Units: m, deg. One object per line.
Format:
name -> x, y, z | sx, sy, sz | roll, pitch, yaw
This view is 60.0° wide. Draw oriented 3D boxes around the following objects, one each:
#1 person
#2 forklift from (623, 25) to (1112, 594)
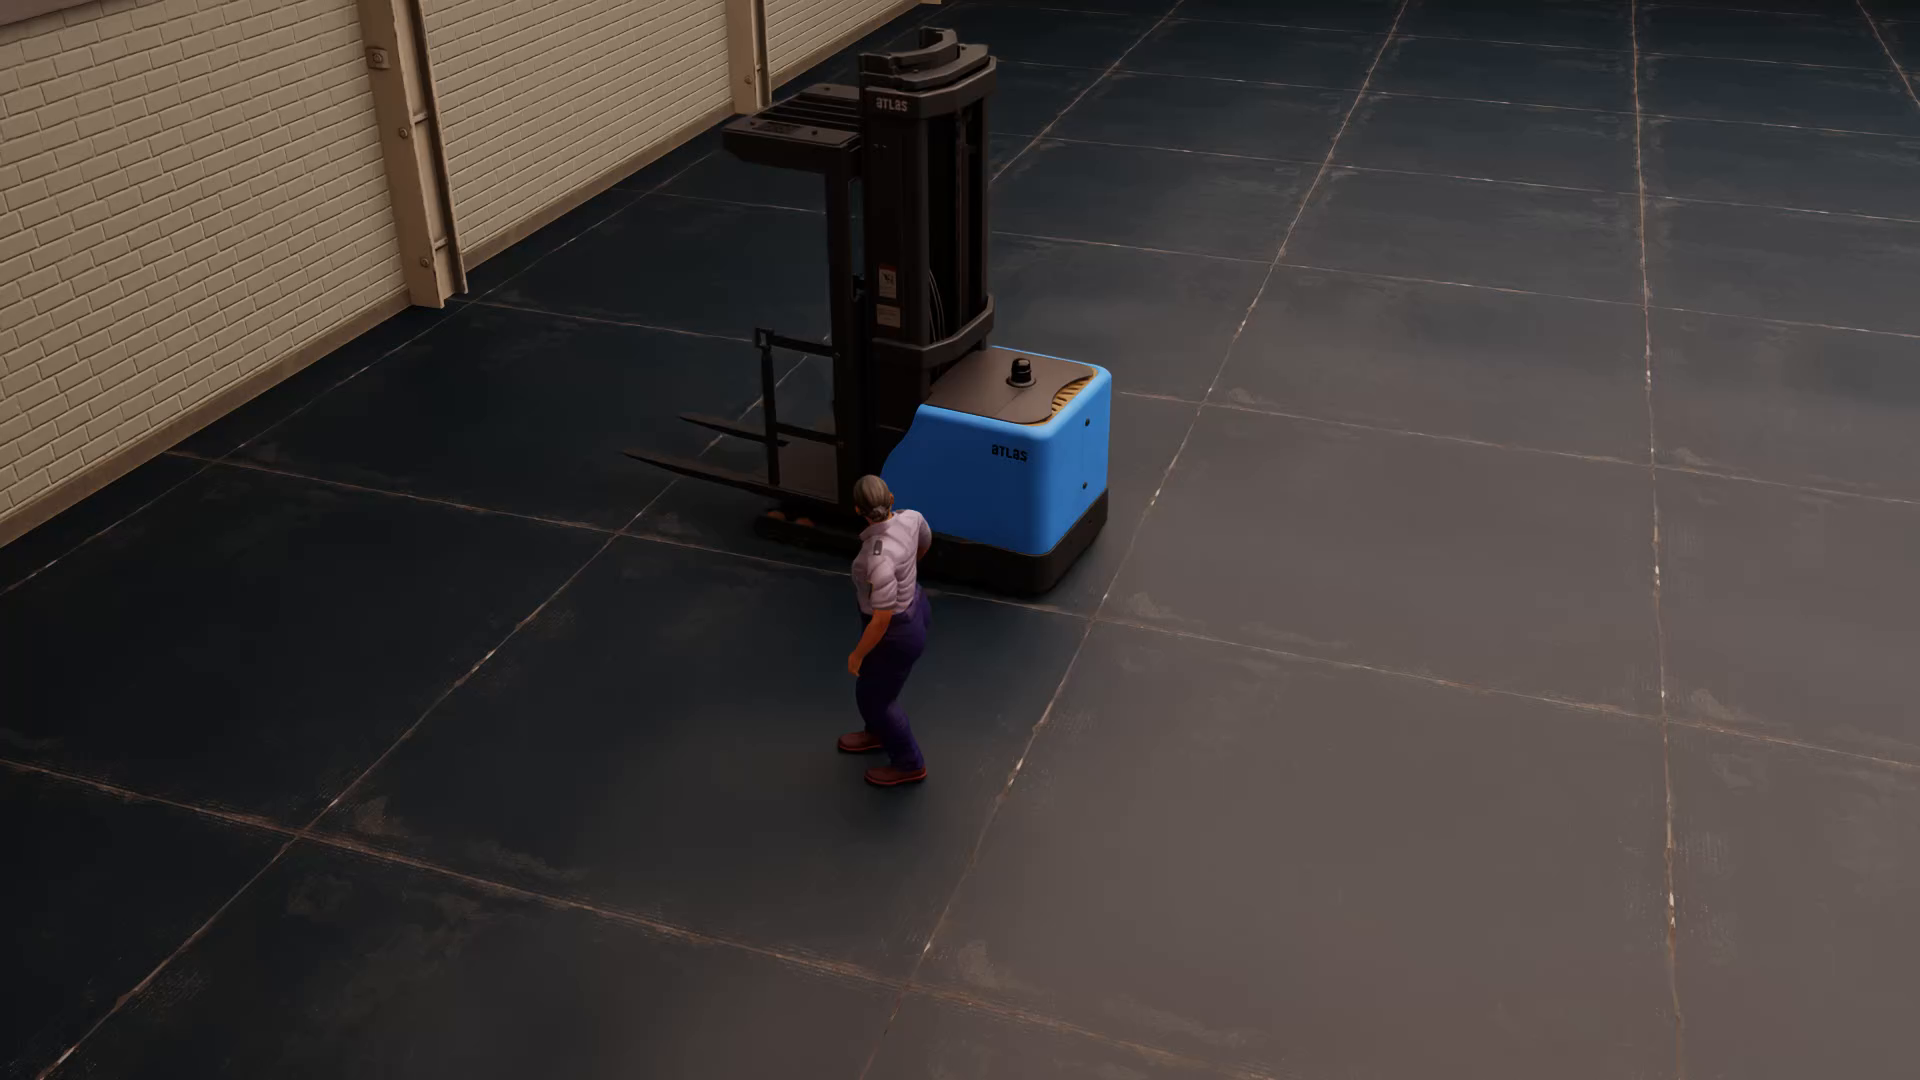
person -> -0.391, 0.418, 7.727 | 0.485, 1.629, 0.680 | 4, 30, 6
forklift -> -0.655, -1.458, 9.695 | 3.031, 2.935, 1.130 | 14, 32, 23
